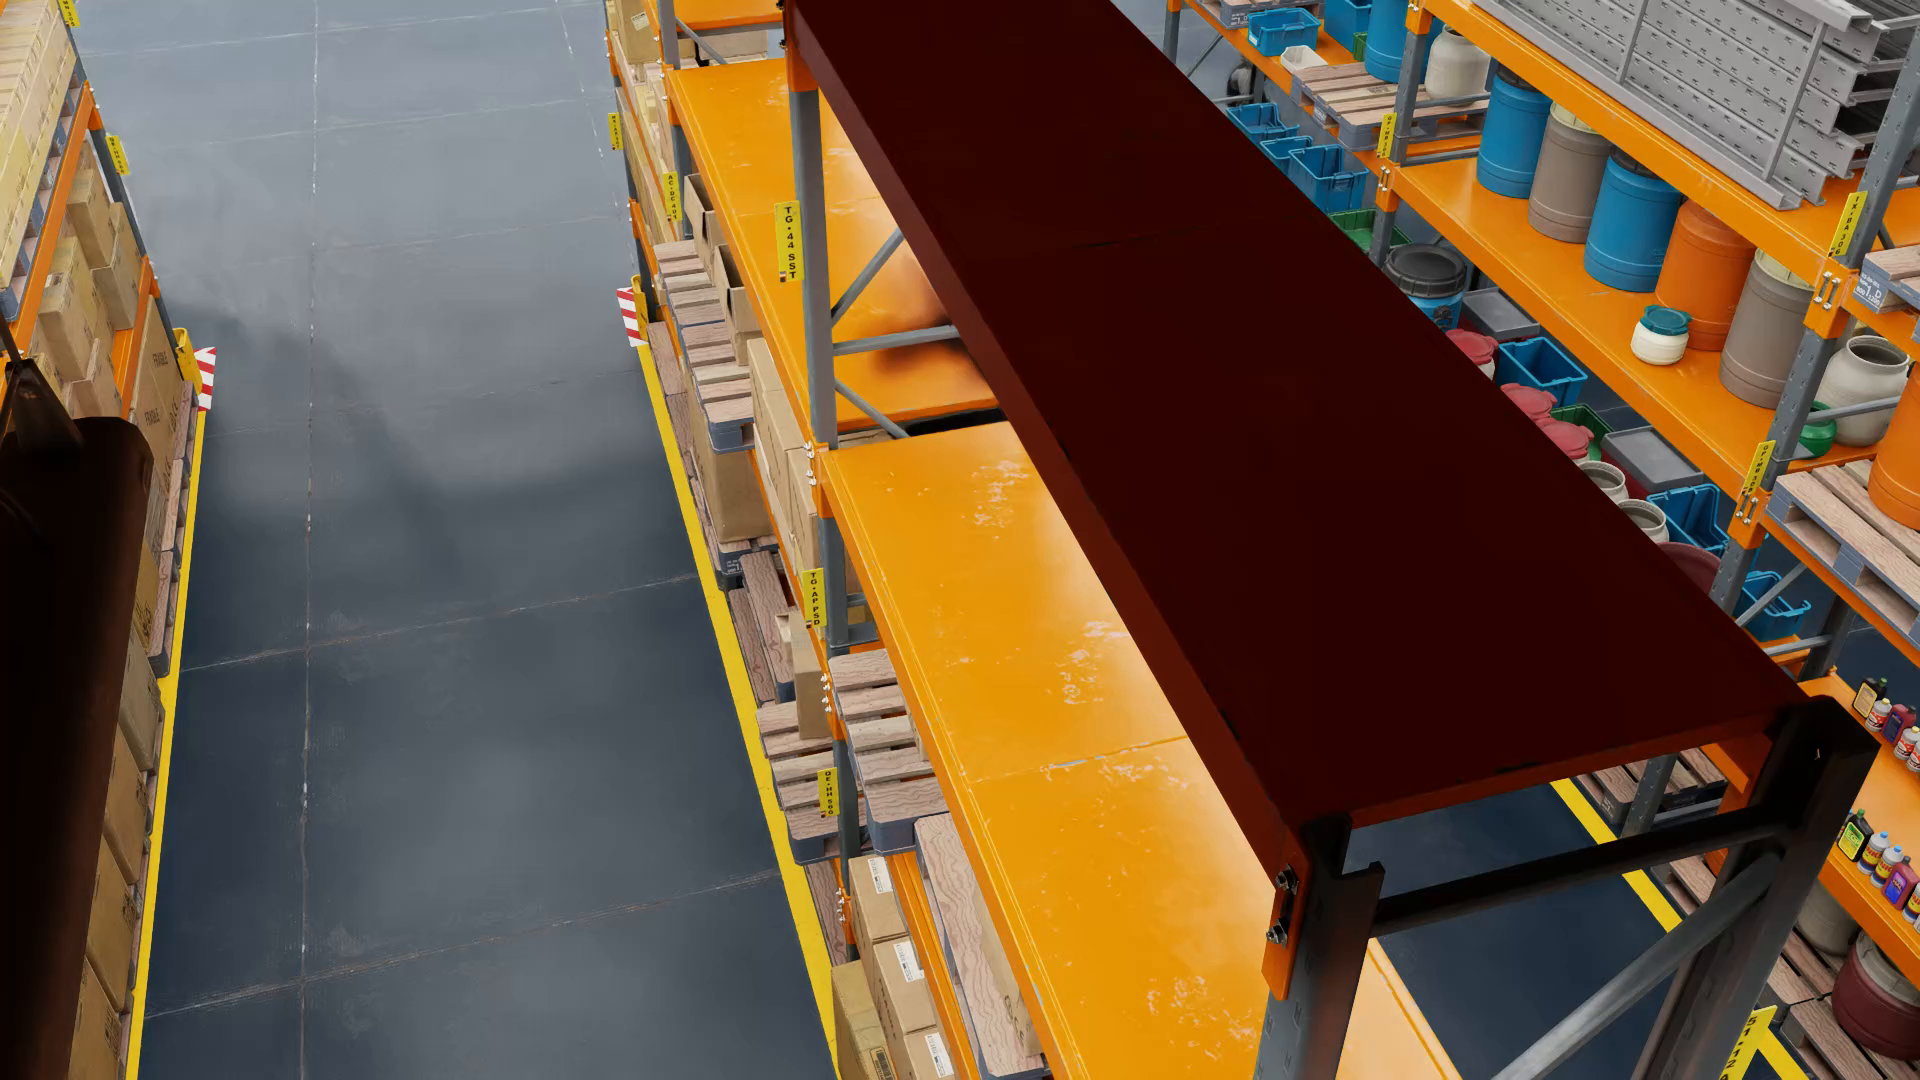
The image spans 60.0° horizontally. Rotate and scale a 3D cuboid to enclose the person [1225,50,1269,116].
[{"bbox_3d":[2.875,-4.310,16.874,0.878,1.718,0.723,24,44,28],"label":"person"}]
